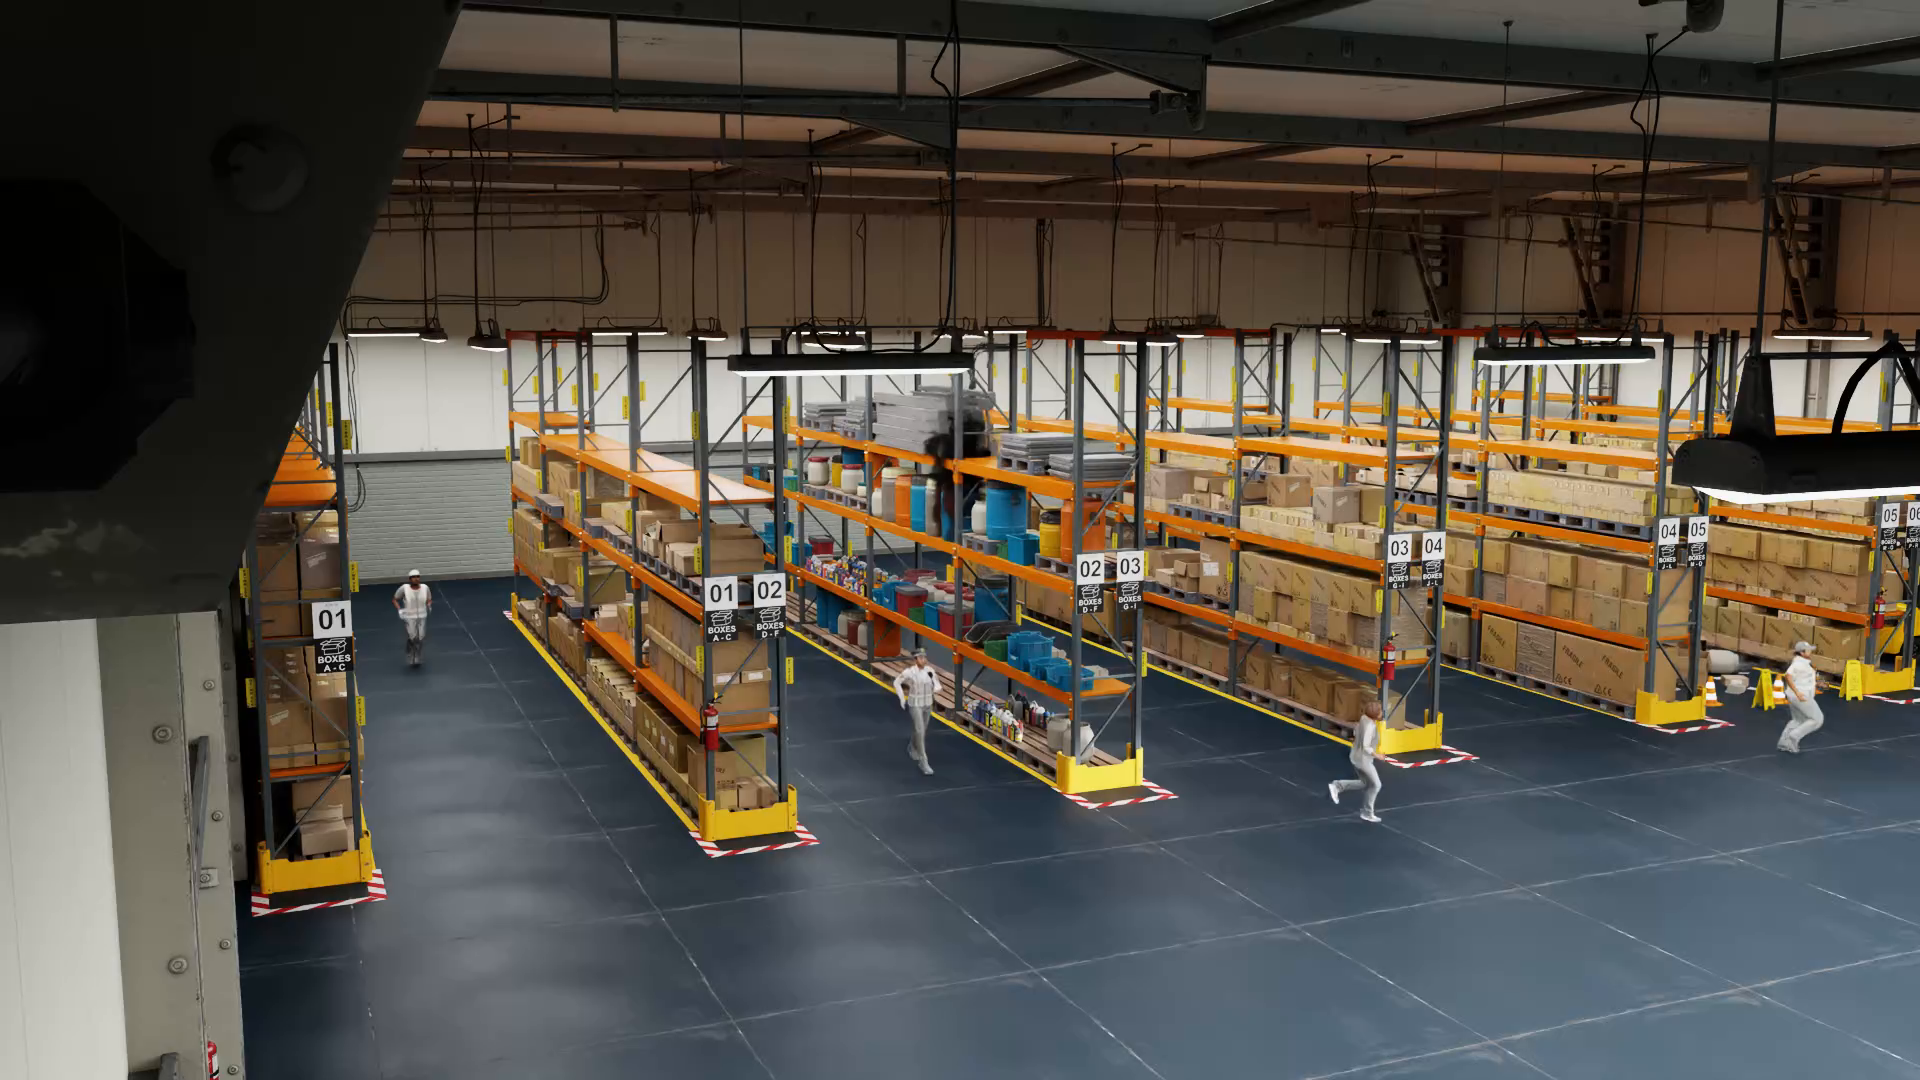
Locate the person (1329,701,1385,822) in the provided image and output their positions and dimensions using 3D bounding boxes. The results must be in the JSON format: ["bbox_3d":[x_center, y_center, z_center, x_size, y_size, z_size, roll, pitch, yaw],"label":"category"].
[{"bbox_3d":[4.959,2.774,20.758,0.678,1.567,0.565,0,8,1],"label":"person"}]

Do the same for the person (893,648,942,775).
[{"bbox_3d":[-0.556,2.328,23.159,0.599,1.708,0.878,-5,9,-31],"label":"person"}]

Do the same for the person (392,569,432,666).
[{"bbox_3d":[-9.761,1.401,29.834,0.656,1.741,0.629,-5,10,-35],"label":"person"}]

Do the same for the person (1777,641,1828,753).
[{"bbox_3d":[12.153,2.263,23.947,0.595,1.621,0.593,3,8,21],"label":"person"}]
